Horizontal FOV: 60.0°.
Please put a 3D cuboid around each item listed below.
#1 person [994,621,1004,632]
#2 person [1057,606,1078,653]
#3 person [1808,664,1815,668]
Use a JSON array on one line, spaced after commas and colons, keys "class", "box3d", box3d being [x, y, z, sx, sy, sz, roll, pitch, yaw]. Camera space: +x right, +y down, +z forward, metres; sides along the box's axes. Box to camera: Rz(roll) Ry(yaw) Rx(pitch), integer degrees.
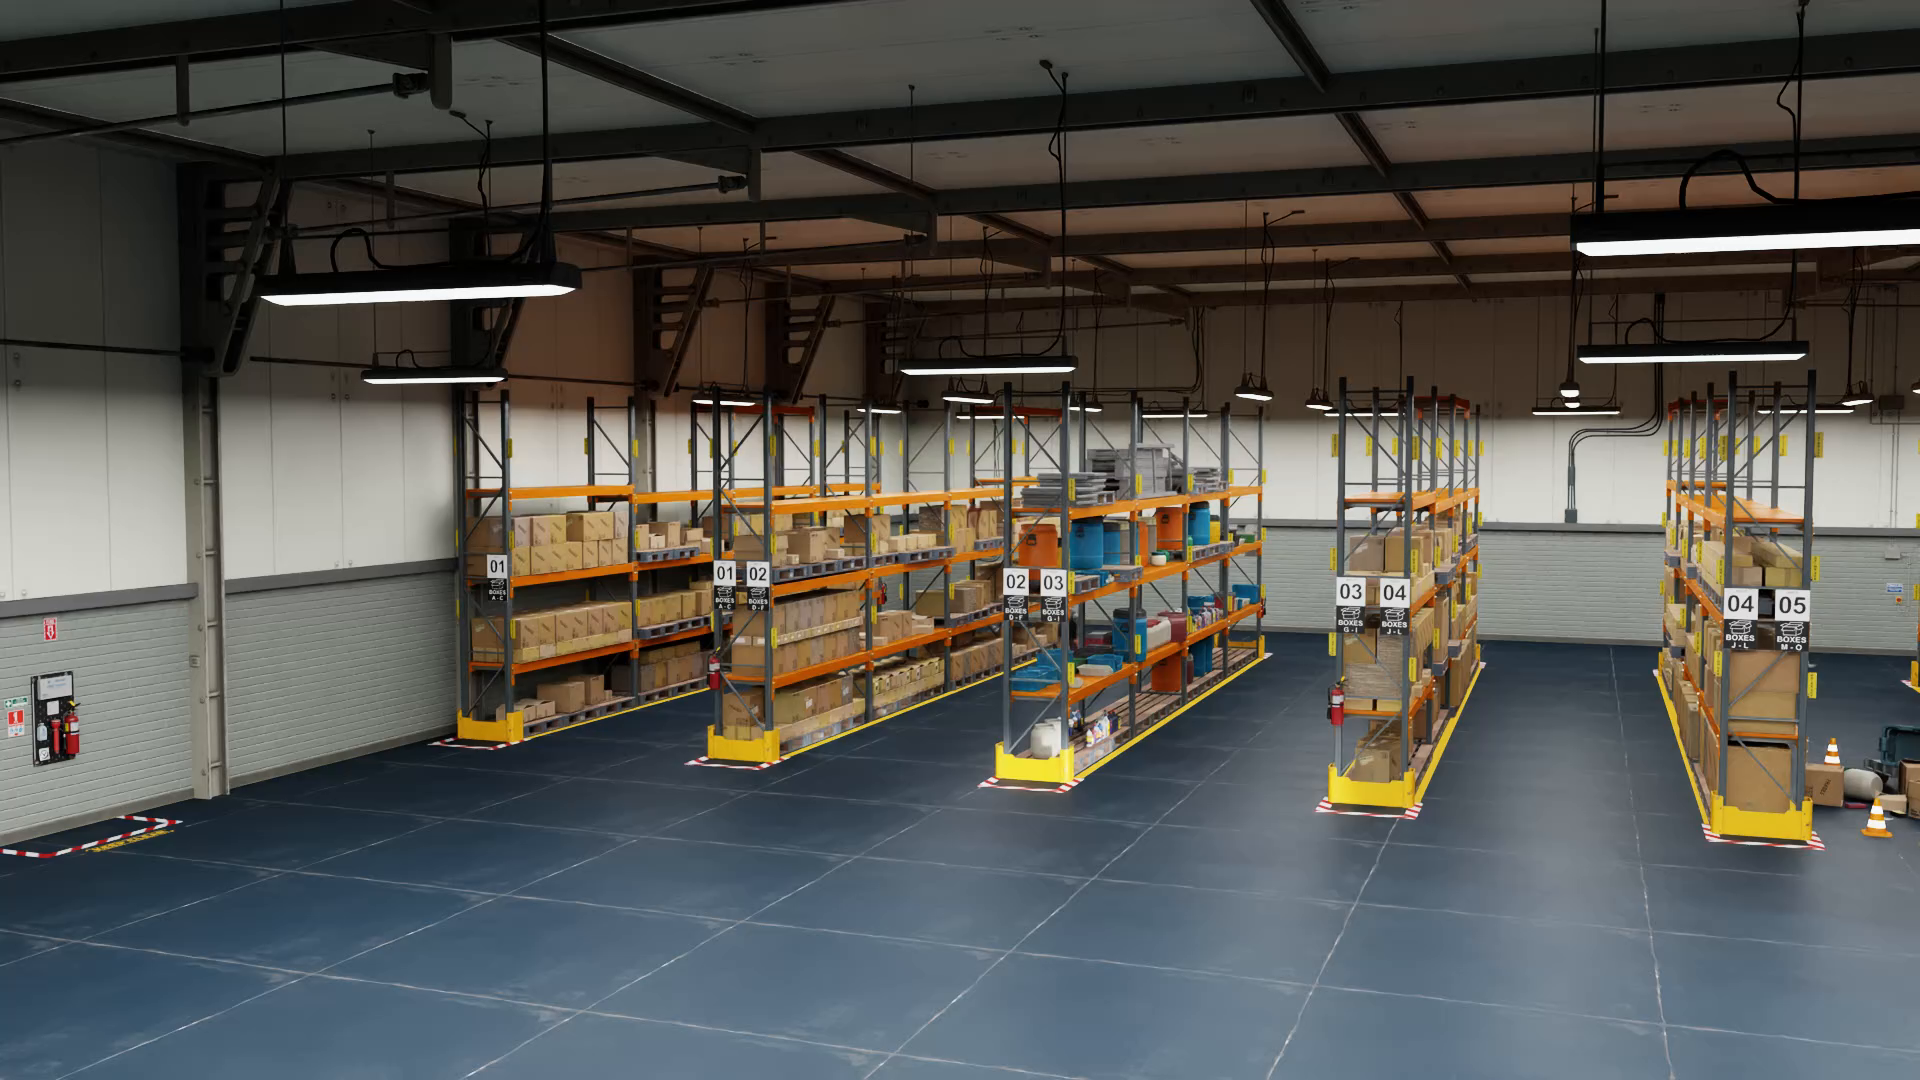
[{"class": "person", "box3d": [1.136, 1.778, 43.854, 0.537, 1.589, 0.406, 1, 3, 20]}, {"class": "person", "box3d": [2.414, 2.148, 36.534, 0.530, 1.677, 0.939, 1, 3, 17]}, {"class": "person", "box3d": [19.077, 2.075, 38.047, 0.528, 1.666, 1.054, -2, 4, -34]}]
